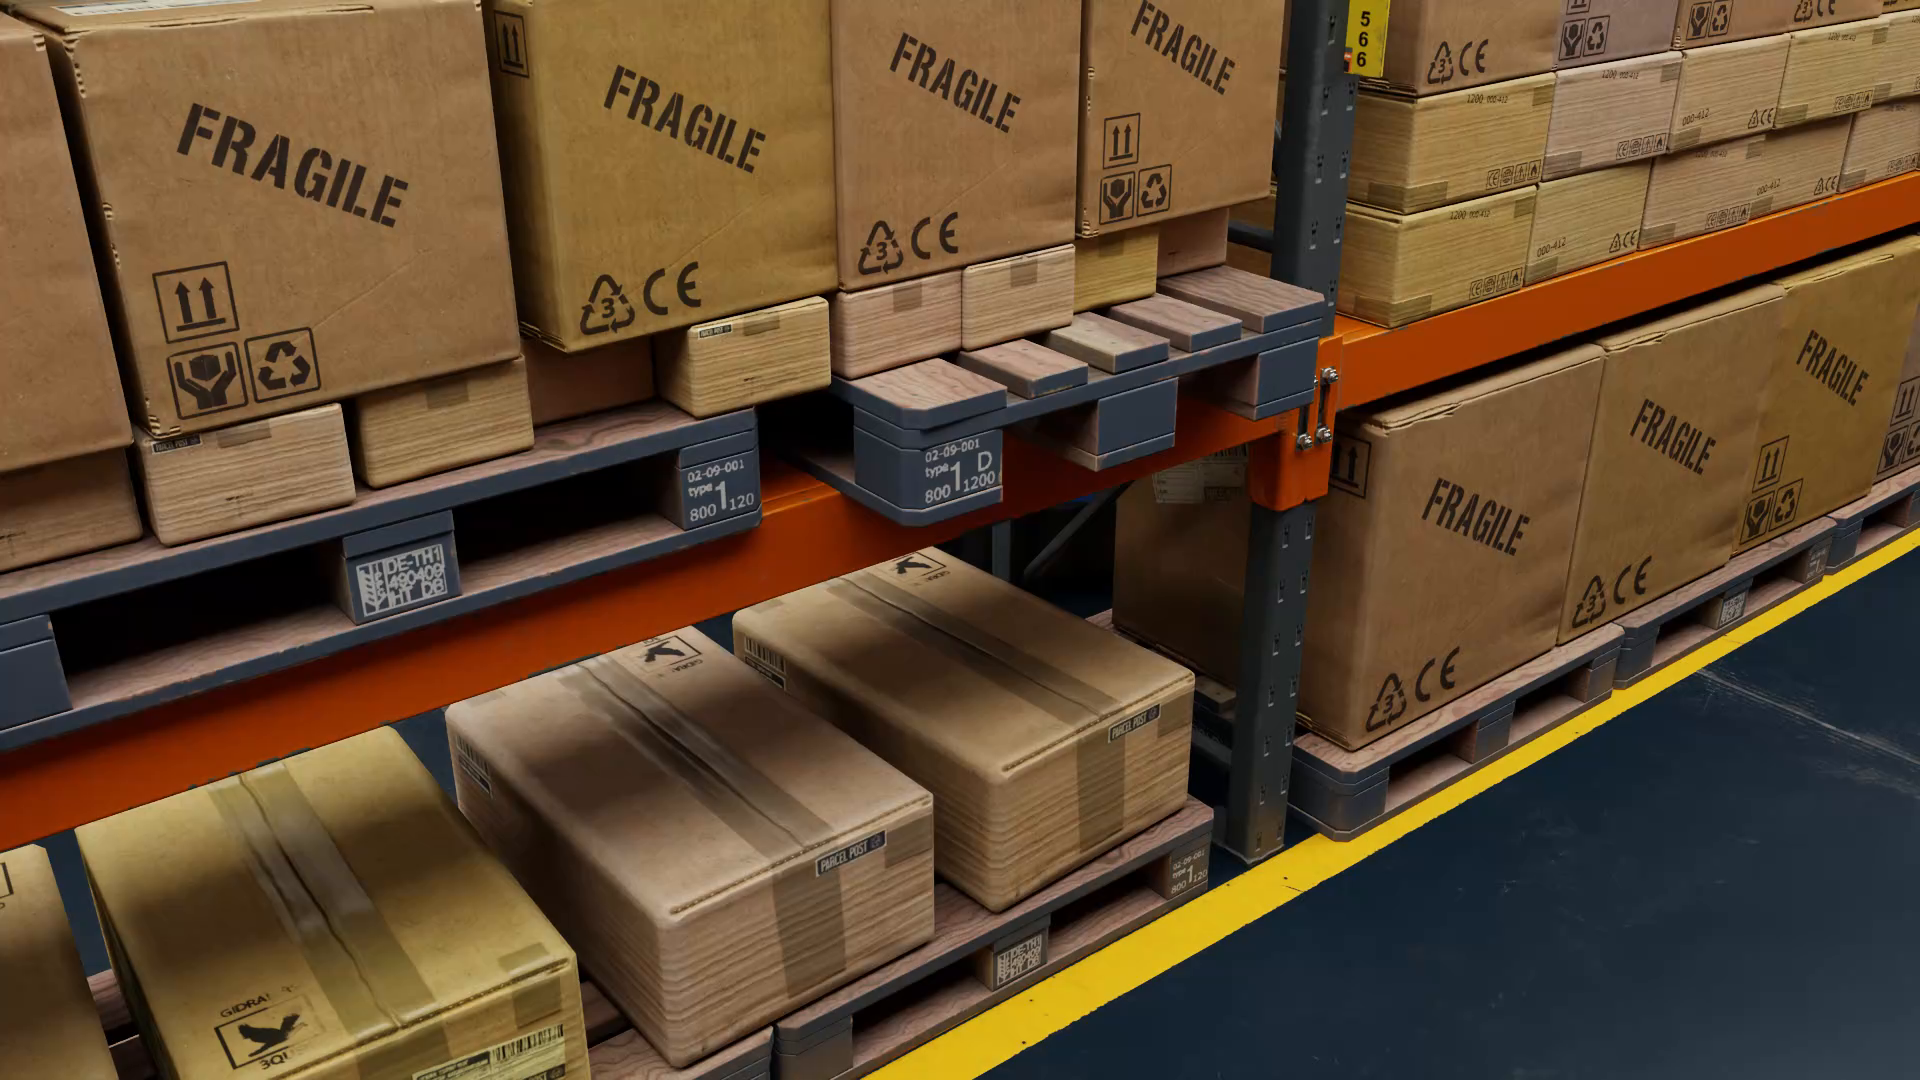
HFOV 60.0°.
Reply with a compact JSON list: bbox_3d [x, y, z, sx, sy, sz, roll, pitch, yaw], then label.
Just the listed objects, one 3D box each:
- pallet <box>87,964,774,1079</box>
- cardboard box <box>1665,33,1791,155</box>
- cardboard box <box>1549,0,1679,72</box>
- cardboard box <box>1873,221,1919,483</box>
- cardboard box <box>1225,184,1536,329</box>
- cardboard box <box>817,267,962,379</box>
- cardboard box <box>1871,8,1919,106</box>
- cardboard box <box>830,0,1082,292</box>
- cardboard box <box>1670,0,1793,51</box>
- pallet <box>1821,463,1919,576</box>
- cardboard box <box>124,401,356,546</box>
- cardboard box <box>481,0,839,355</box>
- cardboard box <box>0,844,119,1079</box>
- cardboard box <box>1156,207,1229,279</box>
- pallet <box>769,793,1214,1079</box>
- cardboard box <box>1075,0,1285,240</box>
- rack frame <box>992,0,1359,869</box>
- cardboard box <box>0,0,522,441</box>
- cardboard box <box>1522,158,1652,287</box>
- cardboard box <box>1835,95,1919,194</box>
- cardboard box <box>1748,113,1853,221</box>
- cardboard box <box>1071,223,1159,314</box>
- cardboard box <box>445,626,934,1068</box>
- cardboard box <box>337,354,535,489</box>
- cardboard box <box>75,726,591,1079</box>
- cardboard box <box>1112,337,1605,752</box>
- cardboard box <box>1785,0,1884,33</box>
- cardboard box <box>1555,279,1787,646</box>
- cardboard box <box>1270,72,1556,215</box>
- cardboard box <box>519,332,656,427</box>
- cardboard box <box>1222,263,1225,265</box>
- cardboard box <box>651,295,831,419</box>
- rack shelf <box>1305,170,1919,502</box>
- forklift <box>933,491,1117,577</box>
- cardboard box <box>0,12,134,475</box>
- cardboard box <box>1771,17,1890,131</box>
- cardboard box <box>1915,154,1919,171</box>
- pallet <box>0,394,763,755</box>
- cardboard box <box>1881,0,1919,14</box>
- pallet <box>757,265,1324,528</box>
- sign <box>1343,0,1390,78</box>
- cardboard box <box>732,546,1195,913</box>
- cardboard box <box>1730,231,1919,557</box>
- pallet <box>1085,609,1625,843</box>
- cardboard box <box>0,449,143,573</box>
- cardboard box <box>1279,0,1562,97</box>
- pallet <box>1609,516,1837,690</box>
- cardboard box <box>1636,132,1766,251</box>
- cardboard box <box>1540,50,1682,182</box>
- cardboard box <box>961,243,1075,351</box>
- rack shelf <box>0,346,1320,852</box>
[{"bbox_3d":[-1.133,1.037,3.264,1.213,0.211,1.003,-18,31,-34],"label":"pallet"},{"bbox_3d":[1.800,-1.213,4.385,0.500,0.250,0.500,-18,31,-34],"label":"cardboard box"},{"bbox_3d":[1.365,-1.423,3.947,0.500,0.500,0.500,-18,30,-34],"label":"cardboard box"},{"bbox_3d":[3.151,-0.823,5.986,0.875,0.875,0.875,-17,30,-32],"label":"cardboard box"},{"bbox_3d":[0.982,-0.721,3.918,0.500,0.250,0.500,-19,31,-35],"label":"cardboard box"},{"bbox_3d":[-0.211,-0.422,2.895,0.250,0.149,0.380,-20,32,-36],"label":"cardboard box"},{"bbox_3d":[2.600,-1.479,4.958,0.500,0.250,0.500,-17,30,-33],"label":"cardboard box"},{"bbox_3d":[-0.144,-0.768,2.870,0.500,0.500,0.500,-19,31,-35],"label":"cardboard box"},{"bbox_3d":[1.782,-1.552,4.225,0.500,0.500,0.500,-17,30,-33],"label":"cardboard box"},{"bbox_3d":[3.029,-0.294,6.132,1.213,0.211,1.003,-18,31,-34],"label":"pallet"},{"bbox_3d":[-1.033,-0.151,2.311,0.250,0.149,0.380,-17,30,-32],"label":"cardboard box"},{"bbox_3d":[-0.541,-0.636,2.587,0.500,0.500,0.500,-21,32,-37],"label":"cardboard box"},{"bbox_3d":[-1.731,0.971,2.718,0.625,0.372,0.950,-16,29,-31],"label":"cardboard box"},{"bbox_3d":[0.329,-0.658,3.405,0.250,0.149,0.380,-17,30,-32],"label":"cardboard box"},{"bbox_3d":[-0.174,0.722,3.943,1.213,0.211,1.003,-18,31,-34],"label":"pallet"},{"bbox_3d":[0.256,-0.906,3.167,0.500,0.500,0.500,-19,31,-35],"label":"cardboard box"},{"bbox_3d":[0.442,-0.745,3.792,0.127,3.000,1.000,-18,31,-34],"label":"rack frame"},{"bbox_3d":[-0.971,-0.495,2.282,0.500,0.500,0.500,-20,31,-36],"label":"cardboard box"},{"bbox_3d":[1.375,-0.860,4.218,0.500,0.250,0.500,-19,31,-35],"label":"cardboard box"},{"bbox_3d":[2.582,-1.259,5.079,0.500,0.250,0.500,-19,31,-35],"label":"cardboard box"},{"bbox_3d":[2.178,-1.124,4.786,0.500,0.250,0.500,-18,31,-34],"label":"cardboard box"},{"bbox_3d":[0.163,-0.565,3.204,0.250,0.149,0.380,-18,30,-33],"label":"cardboard box"},{"bbox_3d":[-0.585,0.594,3.529,0.625,0.372,0.950,-19,31,-35],"label":"cardboard box"},{"bbox_3d":[-0.841,-0.230,2.481,0.250,0.149,0.380,-19,31,-36],"label":"cardboard box"},{"bbox_3d":[-1.185,0.789,3.109,0.625,0.372,0.950,-17,30,-32],"label":"cardboard box"},{"bbox_3d":[1.037,-0.124,4.478,0.875,0.875,0.875,-19,31,-34],"label":"cardboard box"},{"bbox_3d":[2.181,-1.682,4.505,0.500,0.500,0.500,-18,30,-33],"label":"cardboard box"},{"bbox_3d":[1.741,-0.354,4.975,0.875,0.875,0.875,-18,30,-33],"label":"cardboard box"},{"bbox_3d":[0.993,-0.954,3.826,0.500,0.250,0.500,-19,31,-34],"label":"cardboard box"},{"bbox_3d":[-0.694,-0.322,2.681,0.250,0.149,0.380,-18,30,-34],"label":"cardboard box"},{"bbox_3d":[0.679,-0.894,4.292,0.500,0.250,0.500,-20,31,-36],"label":"cardboard box"},{"bbox_3d":[-0.419,-0.346,2.731,0.250,0.149,0.380,-18,30,-33],"label":"cardboard box"},{"bbox_3d":[2.016,-0.938,5.063,4.000,0.370,1.077,-18,31,-34],"label":"rack shelf"},{"bbox_3d":[-0.703,-1.353,5.183,3.031,2.935,1.130,-2,25,-4],"label":"forklift"},{"bbox_3d":[-1.369,-0.358,1.987,0.500,0.500,0.500,-18,31,-34],"label":"cardboard box"},{"bbox_3d":[2.207,-1.340,4.659,0.500,0.250,0.500,-18,30,-33],"label":"cardboard box"},{"bbox_3d":[2.990,-1.384,5.347,0.500,0.250,0.500,-19,31,-35],"label":"cardboard box"},{"bbox_3d":[-1.091,-0.130,2.695,1.213,0.211,1.003,-18,31,-34],"label":"pallet"},{"bbox_3d":[2.579,-1.822,4.806,0.500,0.500,0.500,-17,30,-33],"label":"cardboard box"},{"bbox_3d":[-0.053,-0.438,3.358,1.003,0.211,1.213,-18,31,-34],"label":"pallet"},{"bbox_3d":[0.784,-1.057,3.183,0.005,0.325,0.100,-18,31,-34],"label":"sign"},{"bbox_3d":[-0.009,0.400,3.948,0.625,0.372,0.950,-21,32,-37],"label":"cardboard box"},{"bbox_3d":[2.445,-0.586,5.475,0.875,0.875,0.875,-17,30,-33],"label":"cardboard box"},{"bbox_3d":[1.109,0.340,4.767,1.213,0.211,1.003,-18,31,-34],"label":"pallet"},{"bbox_3d":[-1.274,-0.099,2.200,0.250,0.149,0.380,-18,30,-34],"label":"cardboard box"},{"bbox_3d":[0.981,-1.291,3.662,0.500,0.500,0.500,-19,31,-36],"label":"cardboard box"},{"bbox_3d":[2.068,0.025,5.446,1.213,0.211,1.003,-18,31,-34],"label":"pallet"},{"bbox_3d":[1.792,-0.994,4.508,0.500,0.250,0.500,-17,30,-32],"label":"cardboard box"},{"bbox_3d":[1.400,-1.088,4.114,0.500,0.250,0.500,-17,30,-33],"label":"cardboard box"},{"bbox_3d":[-0.008,-0.485,3.031,0.250,0.149,0.380,-19,31,-34],"label":"cardboard box"},{"bbox_3d":[-1.132,0.101,2.824,4.000,0.370,1.077,-18,31,-34],"label":"rack shelf"}]
